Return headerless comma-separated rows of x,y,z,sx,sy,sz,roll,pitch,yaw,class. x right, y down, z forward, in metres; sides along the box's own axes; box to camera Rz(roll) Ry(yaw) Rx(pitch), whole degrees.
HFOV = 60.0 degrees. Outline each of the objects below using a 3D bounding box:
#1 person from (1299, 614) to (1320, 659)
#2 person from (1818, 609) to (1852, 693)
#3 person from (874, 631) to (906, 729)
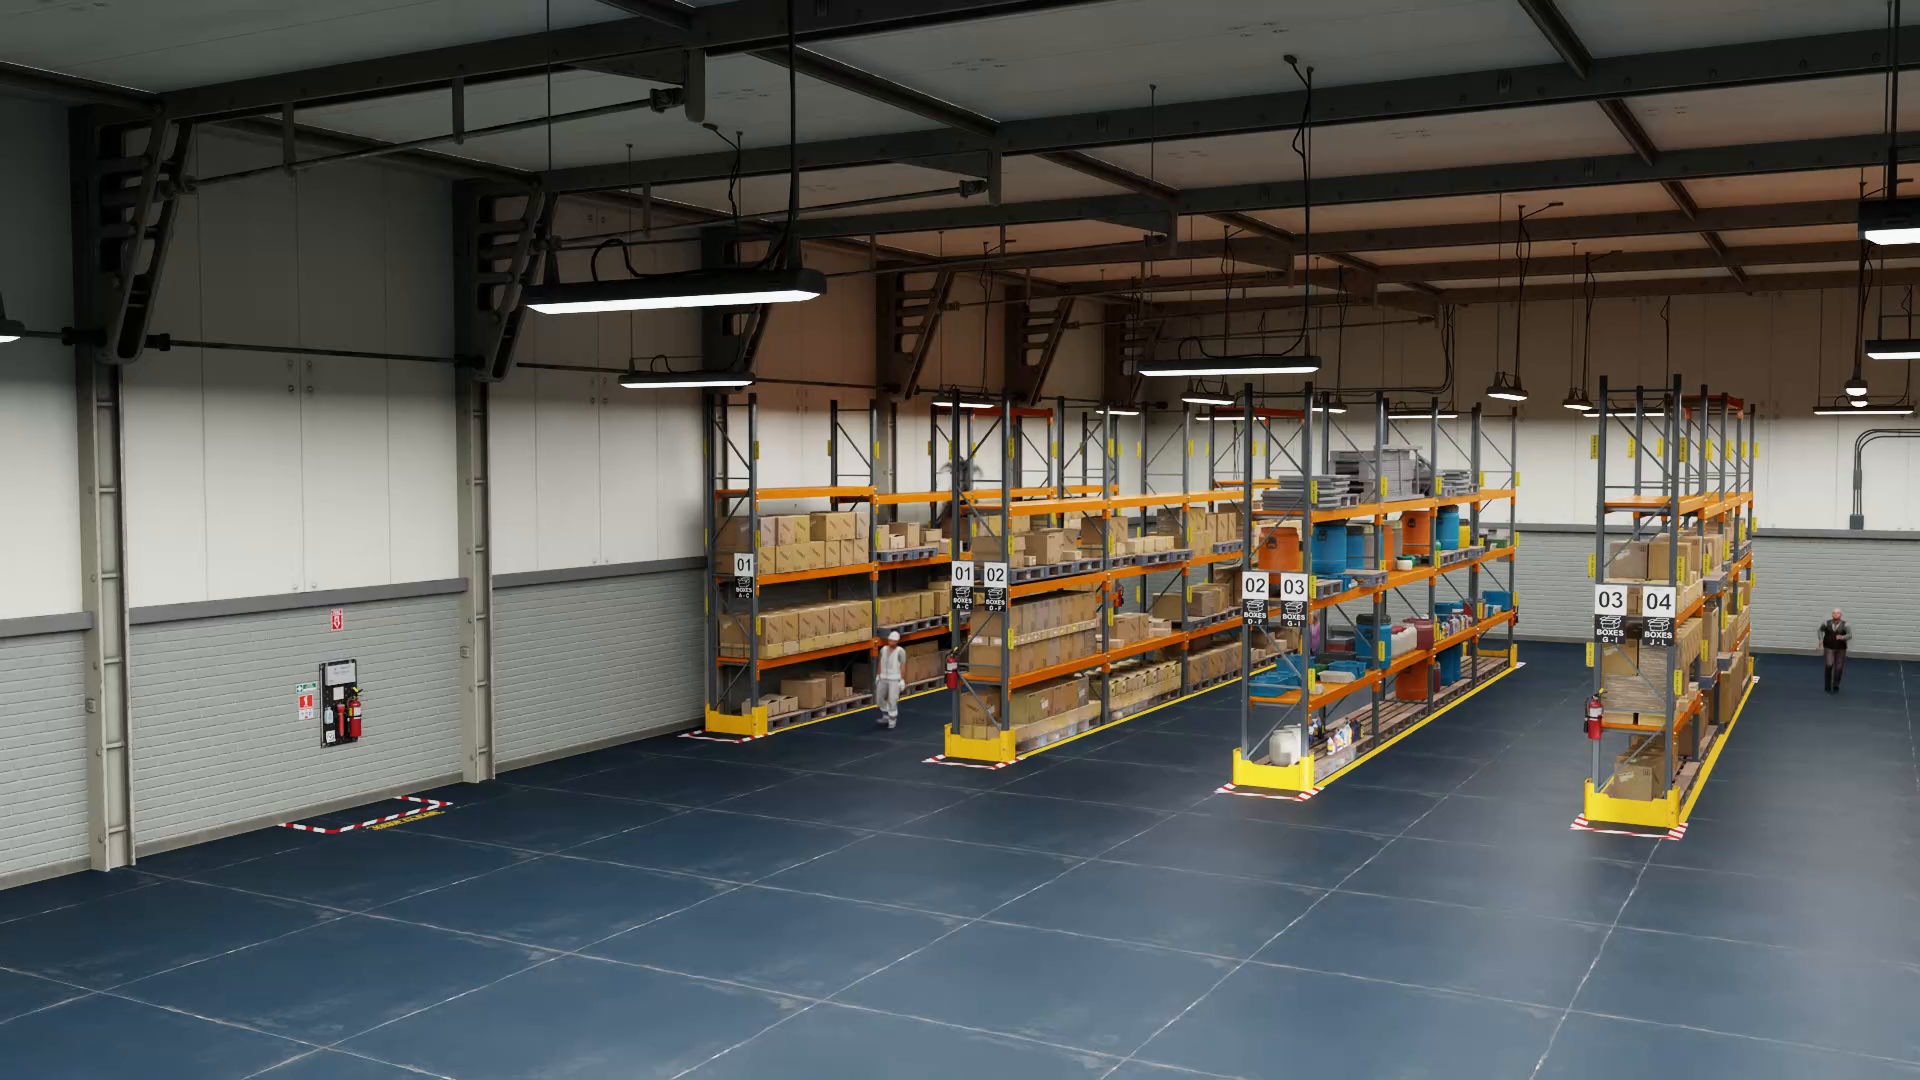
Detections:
7.491,2.331,35.290,0.520,1.559,0.635,1,3,21,person
18.070,2.292,34.341,0.613,1.749,0.726,1,3,22,person
-1.251,2.505,29.844,0.675,1.752,0.496,1,3,26,person
